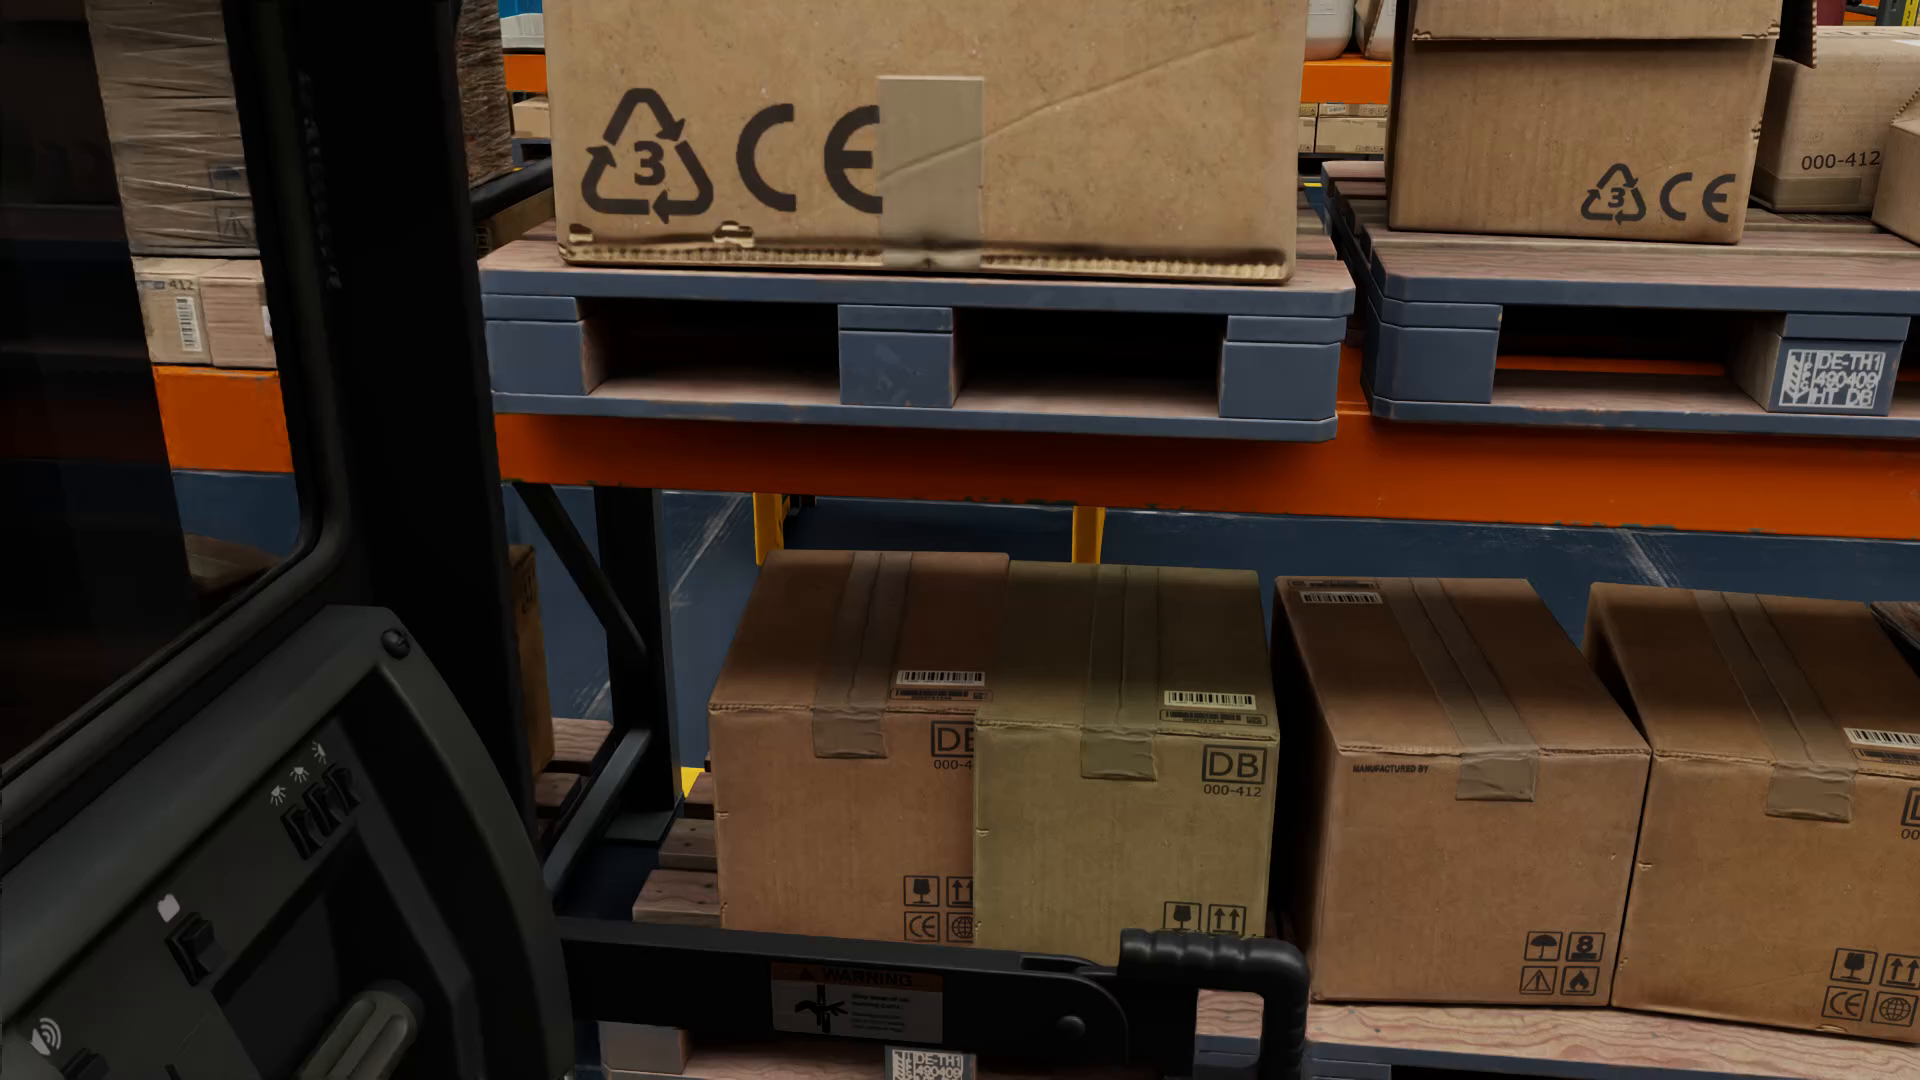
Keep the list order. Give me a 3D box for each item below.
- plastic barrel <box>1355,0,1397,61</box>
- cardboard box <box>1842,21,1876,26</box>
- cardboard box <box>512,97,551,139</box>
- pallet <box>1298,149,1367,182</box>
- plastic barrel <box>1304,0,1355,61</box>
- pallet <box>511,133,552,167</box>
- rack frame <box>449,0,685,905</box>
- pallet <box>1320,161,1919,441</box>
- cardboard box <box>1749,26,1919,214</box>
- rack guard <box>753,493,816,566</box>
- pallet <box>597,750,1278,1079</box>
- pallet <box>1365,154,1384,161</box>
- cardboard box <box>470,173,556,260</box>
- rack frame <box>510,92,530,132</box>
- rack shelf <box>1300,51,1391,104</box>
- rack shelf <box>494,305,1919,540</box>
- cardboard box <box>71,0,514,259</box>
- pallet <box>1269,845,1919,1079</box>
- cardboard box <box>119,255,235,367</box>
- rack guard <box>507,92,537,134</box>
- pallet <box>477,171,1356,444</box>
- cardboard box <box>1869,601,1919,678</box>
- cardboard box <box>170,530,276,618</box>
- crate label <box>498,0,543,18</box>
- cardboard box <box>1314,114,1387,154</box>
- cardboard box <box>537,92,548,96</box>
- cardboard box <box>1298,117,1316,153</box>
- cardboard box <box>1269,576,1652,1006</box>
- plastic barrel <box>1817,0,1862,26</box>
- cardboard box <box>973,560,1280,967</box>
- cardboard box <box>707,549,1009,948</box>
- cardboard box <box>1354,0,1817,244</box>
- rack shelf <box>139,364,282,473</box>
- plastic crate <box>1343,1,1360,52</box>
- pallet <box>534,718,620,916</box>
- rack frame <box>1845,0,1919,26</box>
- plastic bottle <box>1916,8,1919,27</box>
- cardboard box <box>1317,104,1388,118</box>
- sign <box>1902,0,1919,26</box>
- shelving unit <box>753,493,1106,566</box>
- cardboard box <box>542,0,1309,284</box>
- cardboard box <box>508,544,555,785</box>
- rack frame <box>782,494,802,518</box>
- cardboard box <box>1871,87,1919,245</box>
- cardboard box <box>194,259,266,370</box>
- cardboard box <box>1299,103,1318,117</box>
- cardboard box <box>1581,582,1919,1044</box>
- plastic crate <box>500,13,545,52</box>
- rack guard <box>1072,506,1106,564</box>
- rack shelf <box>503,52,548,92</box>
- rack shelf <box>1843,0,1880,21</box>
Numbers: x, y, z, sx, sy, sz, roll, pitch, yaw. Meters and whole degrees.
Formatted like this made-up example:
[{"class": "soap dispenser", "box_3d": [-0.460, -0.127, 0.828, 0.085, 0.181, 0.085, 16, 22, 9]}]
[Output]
[{"class": "plastic barrel", "box_3d": [1.896, -2.311, 7.020, 0.433, 0.535, 0.433, 0, 22, 0]}, {"class": "cardboard box", "box_3d": [8.263, -4.867, 16.023, 0.750, 0.750, 0.750, 3, 22, 7]}, {"class": "cardboard box", "box_3d": [-3.066, -3.213, 12.656, 0.500, 0.250, 0.500, 2, 22, 6]}, {"class": "pallet", "box_3d": [2.351, -2.862, 12.391, 1.213, 0.211, 1.003, 2, 22, 6]}, {"class": "plastic barrel", "box_3d": [1.466, -2.329, 7.067, 0.433, 0.535, 0.433, 0, 22, 0]}, {"class": "pallet", "box_3d": [-2.808, -3.086, 12.959, 1.213, 0.211, 1.003, 2, 22, 6]}, {"class": "rack frame", "box_3d": [-0.769, -0.611, 2.906, 0.127, 3.000, 1.000, 2, 22, 6]}, {"class": "pallet", "box_3d": [1.232, -0.420, 2.682, 1.213, 0.211, 1.003, 2, 22, 6]}, {"class": "cardboard box", "box_3d": [1.565, -0.720, 2.814, 0.500, 0.250, 0.500, 2, 22, 5]}, {"class": "rack guard", "box_3d": [-0.570, -0.141, 5.457, 0.087, 0.250, 0.587, 2, 22, 6]}, {"class": "pallet", "box_3d": [0.004, 0.719, 3.335, 1.213, 0.211, 1.003, 2, 22, 6]}, {"class": "pallet", "box_3d": [3.559, -2.808, 12.255, 1.213, 0.211, 1.003, 2, 22, 6]}, {"class": "cardboard box", "box_3d": [-0.948, -0.613, 3.253, 0.250, 0.149, 0.380, 2, 22, 6]}, {"class": "rack frame", "box_3d": [-3.572, -4.401, 12.492, 0.127, 3.000, 1.000, 2, 22, 6]}, {"class": "rack shelf", "box_3d": [1.800, -1.998, 7.393, 4.000, 0.370, 1.077, 2, 22, 6]}, {"class": "rack shelf", "box_3d": [1.217, -0.190, 2.819, 4.000, 0.370, 1.077, 2, 22, 6]}, {"class": "cardboard box", "box_3d": [-1.209, -0.838, 2.939, 0.500, 0.500, 0.875, 2, 22, 6]}, {"class": "pallet", "box_3d": [1.219, 0.771, 3.203, 1.213, 0.211, 1.003, 2, 22, 6]}, {"class": "cardboard box", "box_3d": [-1.265, -0.411, 2.740, 0.250, 0.149, 0.380, 2, 22, 6]}, {"class": "rack guard", "box_3d": [-3.596, -3.239, 12.954, 0.348, 0.500, 1.175, 2, 22, 6]}, {"class": "pallet", "box_3d": [-0.028, -0.436, 2.723, 1.213, 0.211, 1.003, 2, 22, 6]}, {"class": "cardboard box", "box_3d": [1.983, 0.479, 2.950, 0.500, 0.500, 0.700, 1, 22, 2]}, {"class": "cardboard box", "box_3d": [-1.732, 0.302, 3.425, 0.500, 0.500, 0.500, 10, 24, 23]}, {"class": "crate label", "box_3d": [-2.299, -2.628, 7.959, 0.616, 0.435, 0.502, 2, 22, 6]}, {"class": "cardboard box", "box_3d": [2.810, -2.949, 11.988, 0.500, 0.250, 0.500, 3, 22, 8]}, {"class": "cardboard box", "box_3d": [-3.005, -3.752, 12.998, 0.500, 0.500, 0.500, 2, 22, 6]}, {"class": "cardboard box", "box_3d": [2.299, -2.970, 12.041, 0.500, 0.250, 0.500, 3, 22, 7]}, {"class": "cardboard box", "box_3d": [0.865, 0.433, 3.067, 0.500, 0.500, 0.700, 1, 22, 2]}, {"class": "plastic barrel", "box_3d": [3.289, -2.219, 6.788, 0.708, 0.536, 0.600, 2, 22, 6]}, {"class": "cardboard box", "box_3d": [0.309, 0.409, 3.128, 0.500, 0.500, 0.700, 2, 22, 6]}, {"class": "cardboard box", "box_3d": [-0.162, 0.381, 3.197, 0.500, 0.500, 0.700, 1, 22, 2]}, {"class": "cardboard box", "box_3d": [0.963, -0.813, 2.705, 0.637, 0.503, 0.797, 5, 22, 12]}, {"class": "rack shelf", "box_3d": [-2.756, -0.363, 3.257, 4.000, 0.370, 1.077, 2, 22, 6]}, {"class": "plastic crate", "box_3d": [1.576, -2.349, 7.589, 0.662, 0.188, 0.450, 2, 22, 6]}, {"class": "pallet", "box_3d": [-1.441, 0.669, 3.459, 1.213, 0.211, 1.003, 2, 22, 6]}, {"class": "rack frame", "box_3d": [3.786, -2.246, 7.042, 0.127, 3.000, 1.000, 2, 22, 6]}, {"class": "plastic bottle", "box_3d": [4.238, -2.330, 7.413, 0.133, 0.283, 0.061, 2, 22, 6]}, {"class": "cardboard box", "box_3d": [2.805, -3.208, 11.880, 0.500, 0.311, 0.500, 2, 22, 6]}, {"class": "sign", "box_3d": [3.728, -2.121, 6.503, 0.005, 0.325, 0.100, 2, 22, 6]}, {"class": "shelving unit", "box_3d": [-0.076, -0.701, 5.172, 1.083, 1.500, 0.587, 2, 22, 6]}, {"class": "cardboard box", "box_3d": [0.003, -1.000, 2.502, 1.000, 1.000, 1.000, 3, 22, 7]}, {"class": "cardboard box", "box_3d": [-1.162, 0.324, 3.369, 0.500, 0.500, 0.500, 2, 22, 5]}, {"class": "rack frame", "box_3d": [-0.590, -0.723, 5.229, 0.032, 1.500, 0.500, 2, 22, 6]}, {"class": "cardboard box", "box_3d": [1.515, -0.544, 2.349, 0.258, 0.266, 0.396, 2, 22, 5]}, {"class": "cardboard box", "box_3d": [-1.018, -0.396, 2.704, 0.250, 0.149, 0.380, 2, 22, 6]}, {"class": "cardboard box", "box_3d": [2.308, -3.230, 11.937, 0.500, 0.311, 0.500, 3, 22, 8]}, {"class": "cardboard box", "box_3d": [1.419, 0.457, 3.006, 0.500, 0.500, 0.700, 4, 22, 11]}, {"class": "plastic crate", "box_3d": [-1.829, -2.275, 7.472, 0.437, 0.136, 0.530, 2, 22, 6]}, {"class": "rack guard", "box_3d": [0.419, -0.098, 5.348, 0.087, 0.250, 0.587, 2, 22, 6]}, {"class": "rack shelf", "box_3d": [-2.173, -2.171, 7.831, 4.000, 0.370, 1.077, 2, 22, 6]}, {"class": "rack shelf", "box_3d": [6.358, -3.634, 11.529, 4.000, 0.370, 1.077, 2, 22, 6]}]
